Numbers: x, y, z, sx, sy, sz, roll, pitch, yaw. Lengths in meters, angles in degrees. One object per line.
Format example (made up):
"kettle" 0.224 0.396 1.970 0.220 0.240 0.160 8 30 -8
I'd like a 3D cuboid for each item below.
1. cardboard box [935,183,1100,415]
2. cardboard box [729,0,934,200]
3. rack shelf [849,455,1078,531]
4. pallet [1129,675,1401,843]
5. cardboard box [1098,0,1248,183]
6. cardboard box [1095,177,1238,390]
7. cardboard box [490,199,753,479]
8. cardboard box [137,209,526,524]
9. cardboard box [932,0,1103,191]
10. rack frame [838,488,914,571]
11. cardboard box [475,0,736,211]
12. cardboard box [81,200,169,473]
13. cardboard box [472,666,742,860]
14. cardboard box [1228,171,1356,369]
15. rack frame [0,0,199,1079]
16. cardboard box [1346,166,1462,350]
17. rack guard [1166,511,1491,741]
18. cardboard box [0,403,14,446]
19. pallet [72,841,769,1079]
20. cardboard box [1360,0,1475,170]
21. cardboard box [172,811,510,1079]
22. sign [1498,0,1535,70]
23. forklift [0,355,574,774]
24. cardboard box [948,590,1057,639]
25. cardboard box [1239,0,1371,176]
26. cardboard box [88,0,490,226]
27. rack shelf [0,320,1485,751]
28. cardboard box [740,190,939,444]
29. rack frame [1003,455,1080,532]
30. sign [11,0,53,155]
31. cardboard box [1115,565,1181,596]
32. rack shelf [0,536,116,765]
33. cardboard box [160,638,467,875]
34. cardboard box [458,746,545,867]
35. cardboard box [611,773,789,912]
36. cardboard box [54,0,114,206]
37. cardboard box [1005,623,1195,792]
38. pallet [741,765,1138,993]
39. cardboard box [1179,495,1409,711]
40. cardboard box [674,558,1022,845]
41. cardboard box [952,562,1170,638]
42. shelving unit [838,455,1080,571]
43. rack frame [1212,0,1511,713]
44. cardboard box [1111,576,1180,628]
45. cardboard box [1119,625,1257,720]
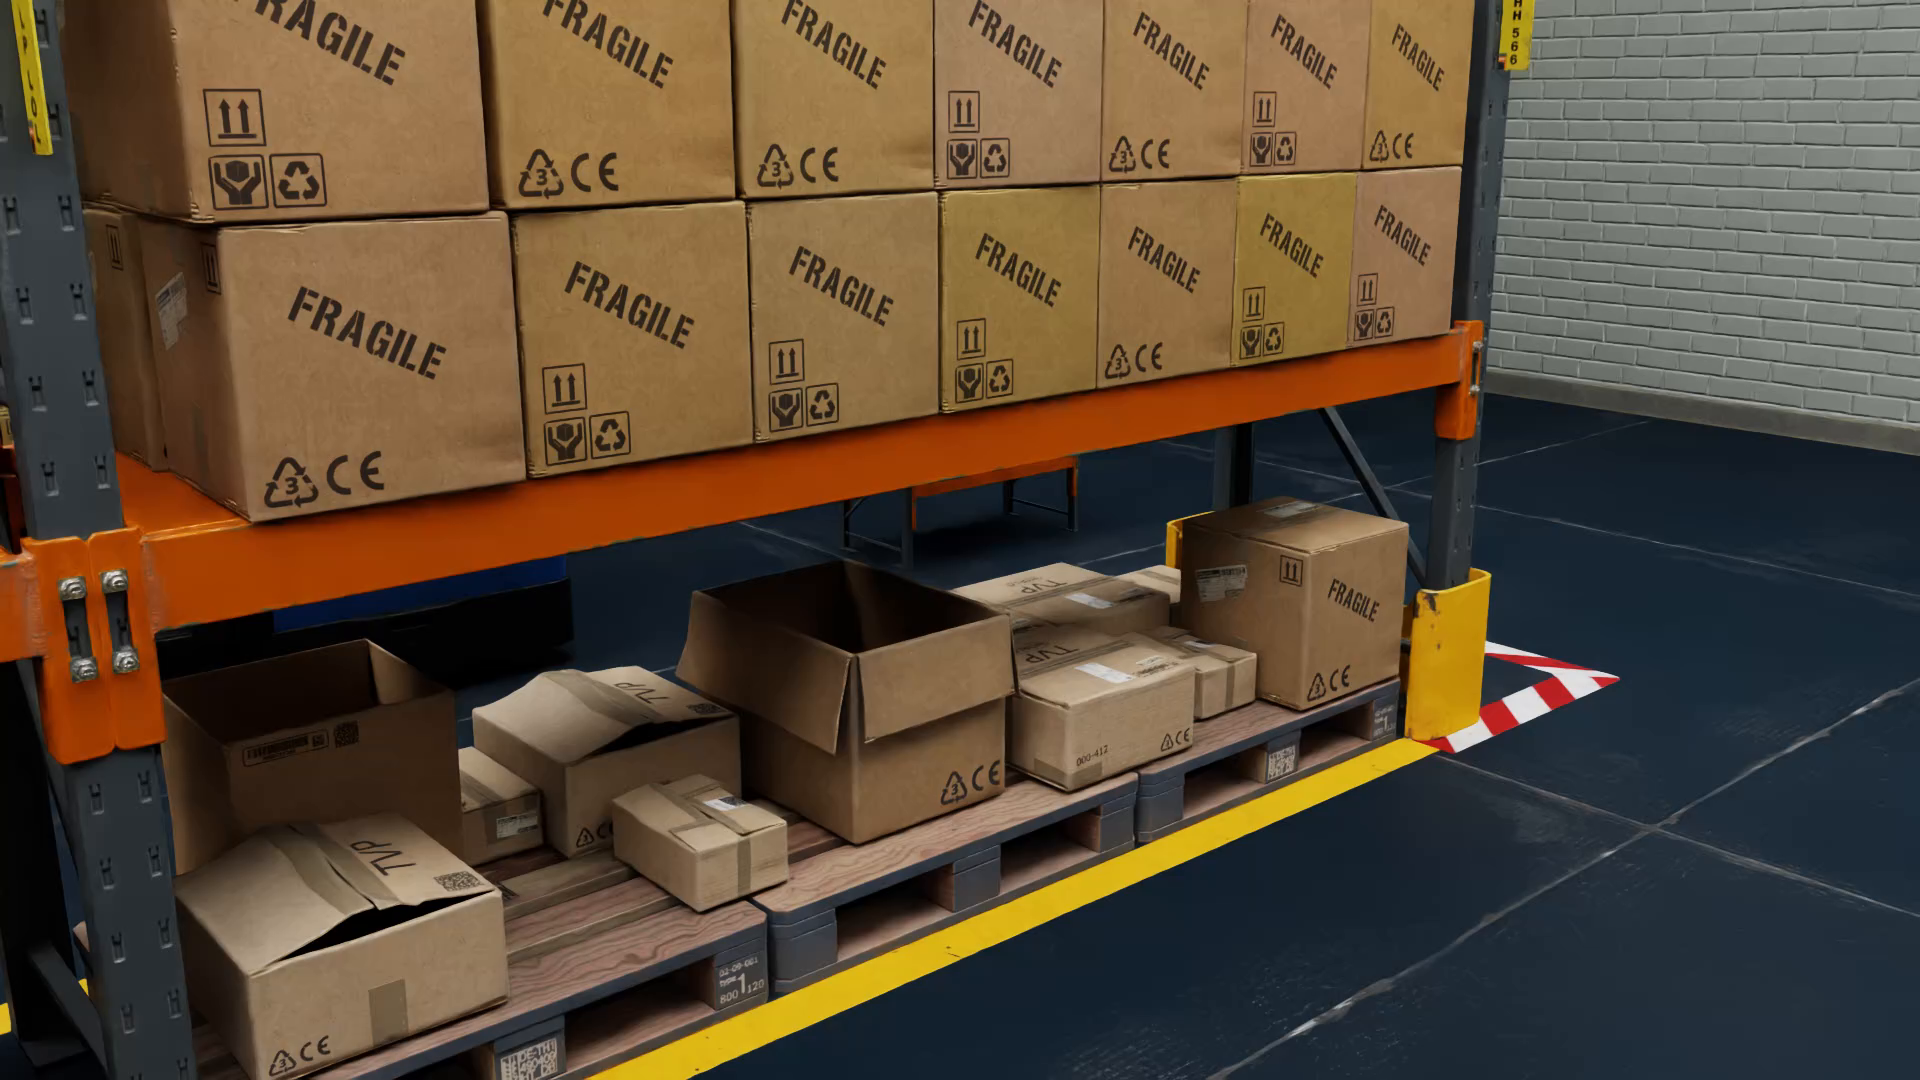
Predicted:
"cardboard box" -0.014 -0.615 4.046 0.500 0.500 0.500 -13 20 -40
"cardboard box" -0.406 -1.006 3.573 0.500 0.500 0.500 -13 20 -41
"rack shelf" 0.005 -0.308 7.672 1.000 0.278 0.538 -13 19 -39
"pallet" 0.636 0.543 5.310 1.213 0.211 1.003 -13 19 -39
"cardboard box" 0.370 -1.181 4.227 0.500 0.500 0.500 -12 19 -38
"cardboard box" 0.366 -0.700 4.366 0.500 0.500 0.500 -12 19 -39
"cardboard box" -0.776 -0.444 3.407 0.500 0.500 0.500 -12 19 -38
"cardboard box" -1.160 -0.357 3.080 0.500 0.500 0.500 -12 19 -38
"cardboard box" -0.017 -1.094 3.901 0.500 0.500 0.500 -12 19 -38
"rack frame" -0.378 -0.458 7.287 0.032 1.125 0.500 -13 19 -39
"cardboard box" -0.794 -0.919 3.247 0.500 0.500 0.500 -13 20 -41
"cardboard box" -1.515 -0.458 3.459 0.500 0.500 0.500 -12 19 -38
"cardboard box" -0.914 0.532 4.302 0.500 0.311 0.500 -13 19 -39
"cardboard box" 0.746 -0.784 4.678 0.500 0.500 0.500 -12 19 -39
"rack frame" -1.723 -0.275 2.968 0.127 3.000 1.000 -13 19 -39
"cardboard box" 1.135 -0.872 5.010 0.500 0.500 0.500 -12 19 -38
"rack guard" 1.237 0.268 5.779 0.348 0.500 1.175 -13 19 -39
"cardboard box" -4.346 -0.341 7.244 0.500 0.500 0.700 -12 19 -39
"pallet" -1.205 0.956 3.763 1.213 0.211 1.003 -13 19 -39
"cardboard box" 1.139 -1.355 4.880 0.500 0.500 0.500 -13 20 -40
"cardboard box" -1.265 0.782 3.367 0.500 0.311 0.500 -13 19 -39
"sign" 1.643 -1.554 4.897 0.005 0.325 0.100 -13 19 -39
"forklift" -2.901 -0.849 5.250 3.031 2.935 1.130 -11 19 -36
"cardboard box" -0.057 0.369 5.031 0.500 0.250 0.500 -13 19 -39
"cardboard box" 0.758 -1.270 4.559 0.500 0.500 0.500 -12 19 -38
"cardboard box" -1.183 -0.832 2.920 0.500 0.500 0.500 -12 19 -38
"rack shelf" -0.215 -0.267 4.329 4.000 0.370 1.077 -13 19 -39
"cardboard box" -0.397 -0.529 3.722 0.500 0.500 0.500 -13 20 -40
"rack frame" 0.389 -0.631 7.932 0.032 1.125 0.500 -13 19 -39
"sign" -1.356 -0.727 2.416 0.005 0.325 0.100 -13 19 -39
"cardboard box" 0.753 0.216 5.801 0.250 0.149 0.380 -13 19 -39
"rack shelf" -3.232 0.411 1.792 4.000 0.370 1.077 -13 19 -39
"cardboard box" -1.480 0.568 3.802 0.500 0.500 0.500 -13 19 -39
"cardboard box" -1.236 0.663 4.129 0.250 0.149 0.380 -13 19 -39
"cardboard box" -0.619 0.704 3.941 0.250 0.166 0.380 -13 19 -39
"cardboard box" -1.512 -0.943 3.335 0.500 0.500 0.500 -13 19 -39
"cardboard box" 0.309 0.458 4.698 0.500 0.250 0.500 -13 19 -39
"pallet" -0.284 0.748 4.541 1.213 0.211 1.003 -13 19 -39
"cardboard box" 1.046 0.182 5.246 0.500 0.500 0.500 -13 19 -39
"cardboard box" -0.309 0.399 4.429 0.637 0.503 0.797 -13 19 -39
"cardboard box" 0.321 0.285 5.348 0.500 0.250 0.500 -13 19 -39
"shelving unit" 0.005 -0.545 7.609 1.048 1.125 0.538 -13 19 -39
"rack frame" 1.294 -0.953 5.505 0.127 3.000 1.000 -13 19 -39
"cardboard box" 0.564 0.250 5.640 0.250 0.166 0.380 -13 19 -39
"cardboard box" 0.681 0.395 5.098 0.250 0.166 0.380 -13 19 -39
